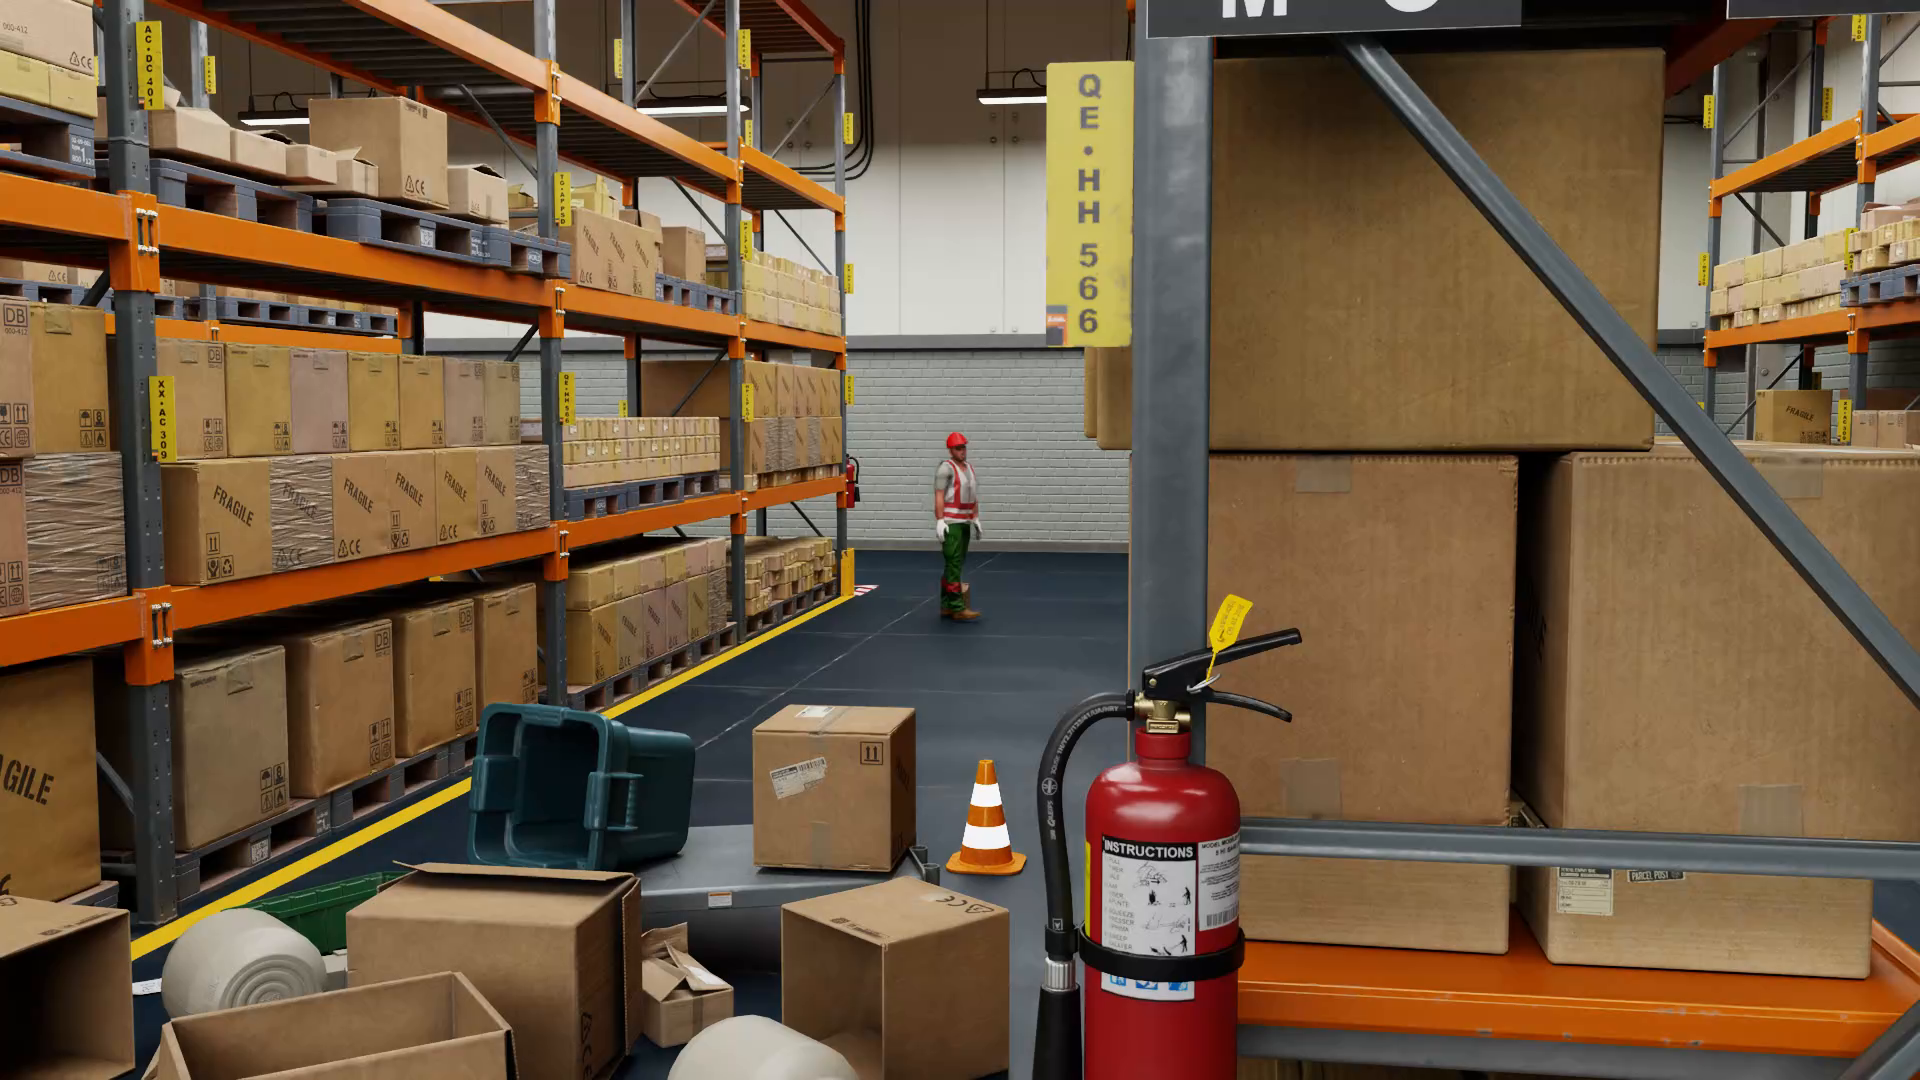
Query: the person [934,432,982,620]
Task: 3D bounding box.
[{"bbox_3d":[0.000,-0.139,15.912,0.587,1.786,0.646,3,5,31],"label":"person"}]
